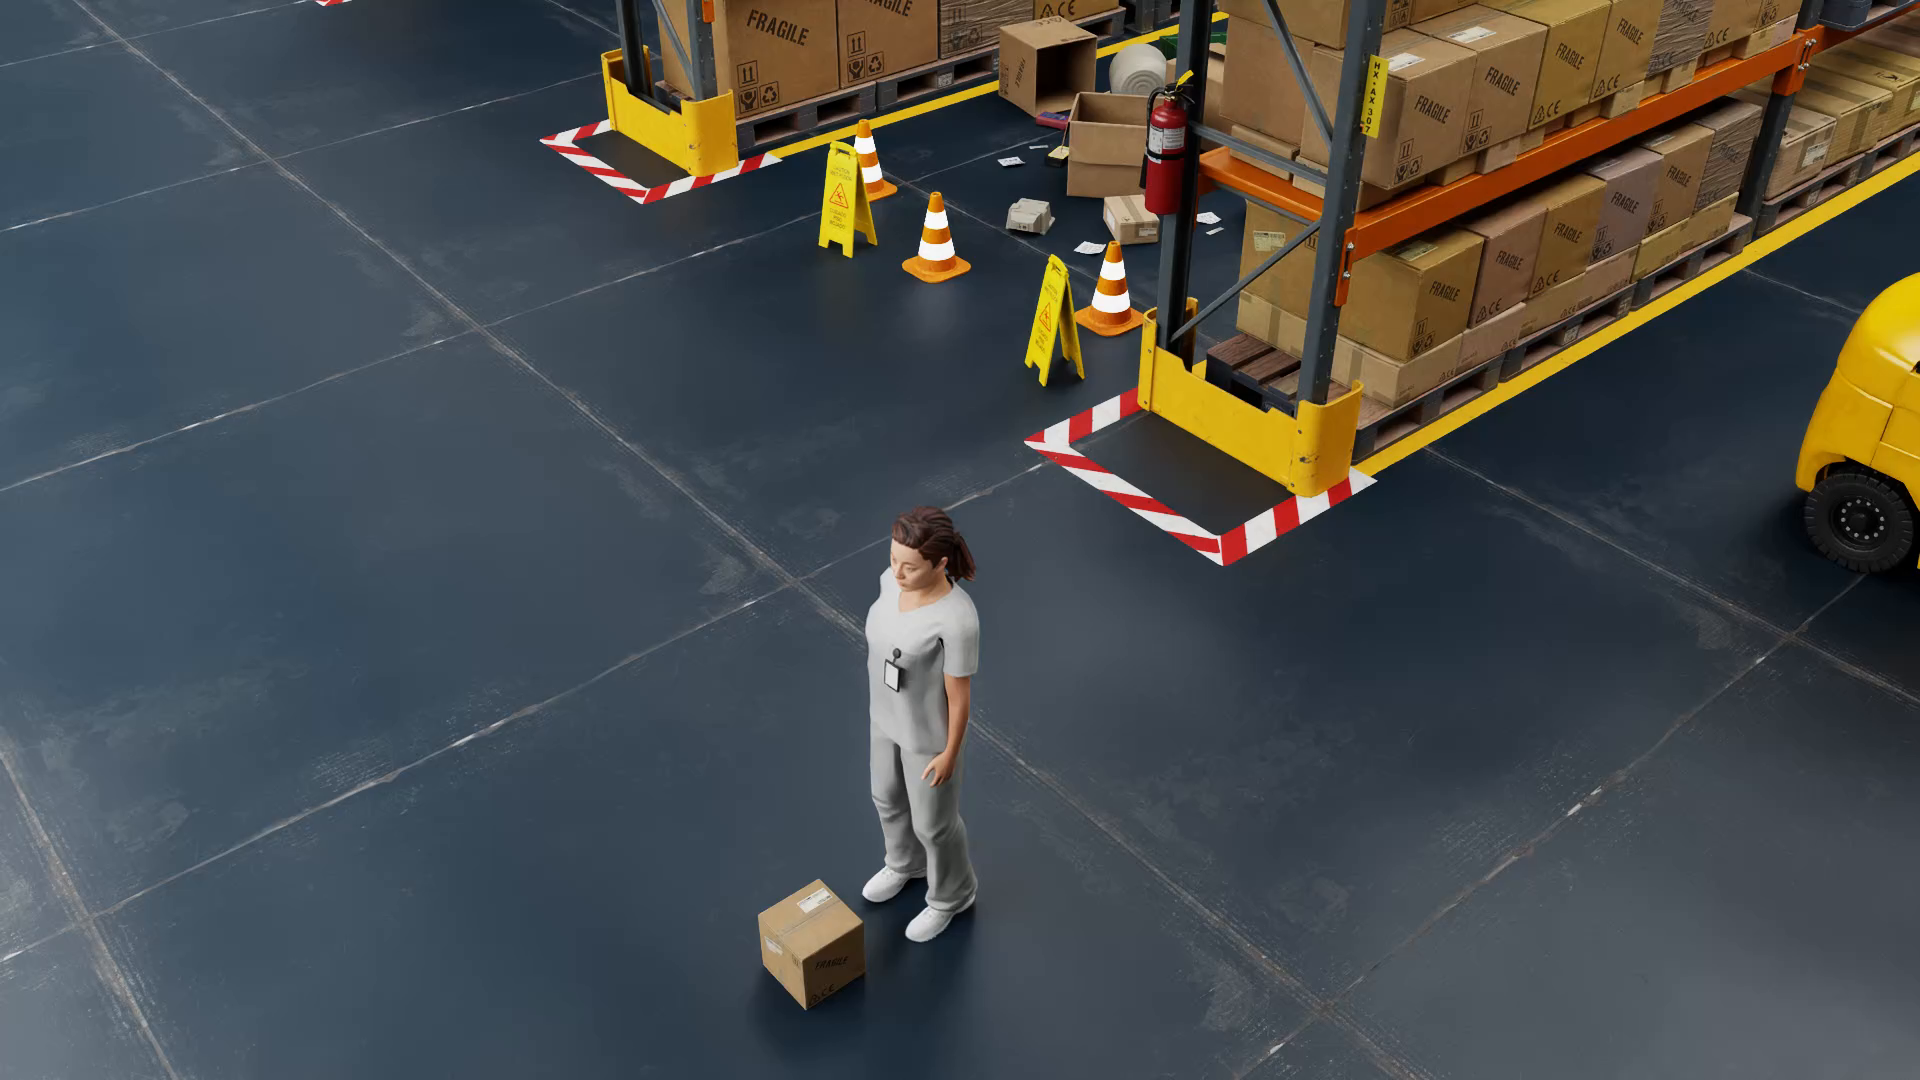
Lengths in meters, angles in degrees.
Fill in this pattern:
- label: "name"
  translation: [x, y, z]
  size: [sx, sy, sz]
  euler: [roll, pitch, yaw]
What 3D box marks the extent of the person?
- label: "person"
  translation: [-0.113, 0.590, 5.348]
  size: [0.363, 1.678, 0.438]
  euler: [-25, 43, -30]
